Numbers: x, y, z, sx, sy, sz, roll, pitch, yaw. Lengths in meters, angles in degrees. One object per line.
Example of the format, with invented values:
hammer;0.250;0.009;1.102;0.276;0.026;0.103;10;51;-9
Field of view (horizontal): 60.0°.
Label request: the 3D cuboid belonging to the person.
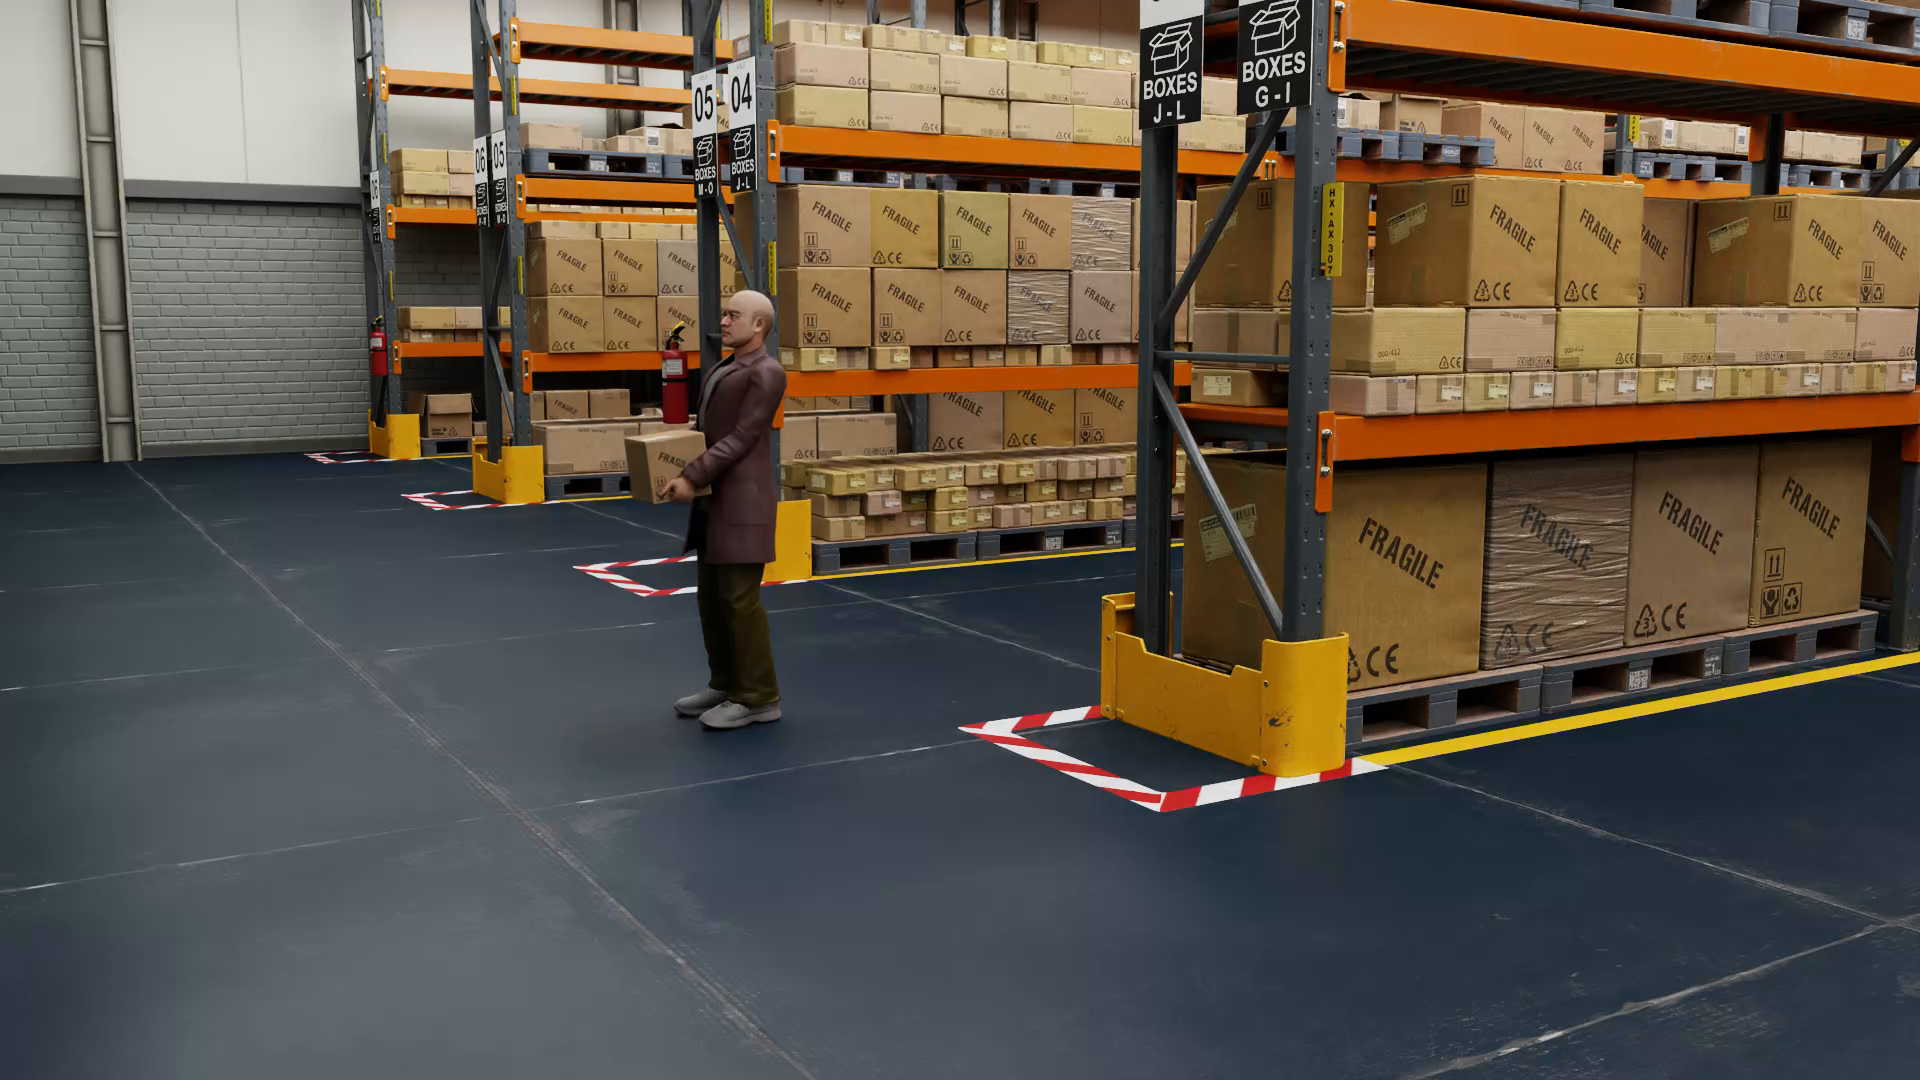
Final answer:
person;-1.012;-0.128;6.803;0.555;1.769;0.529;-5;9;-30
